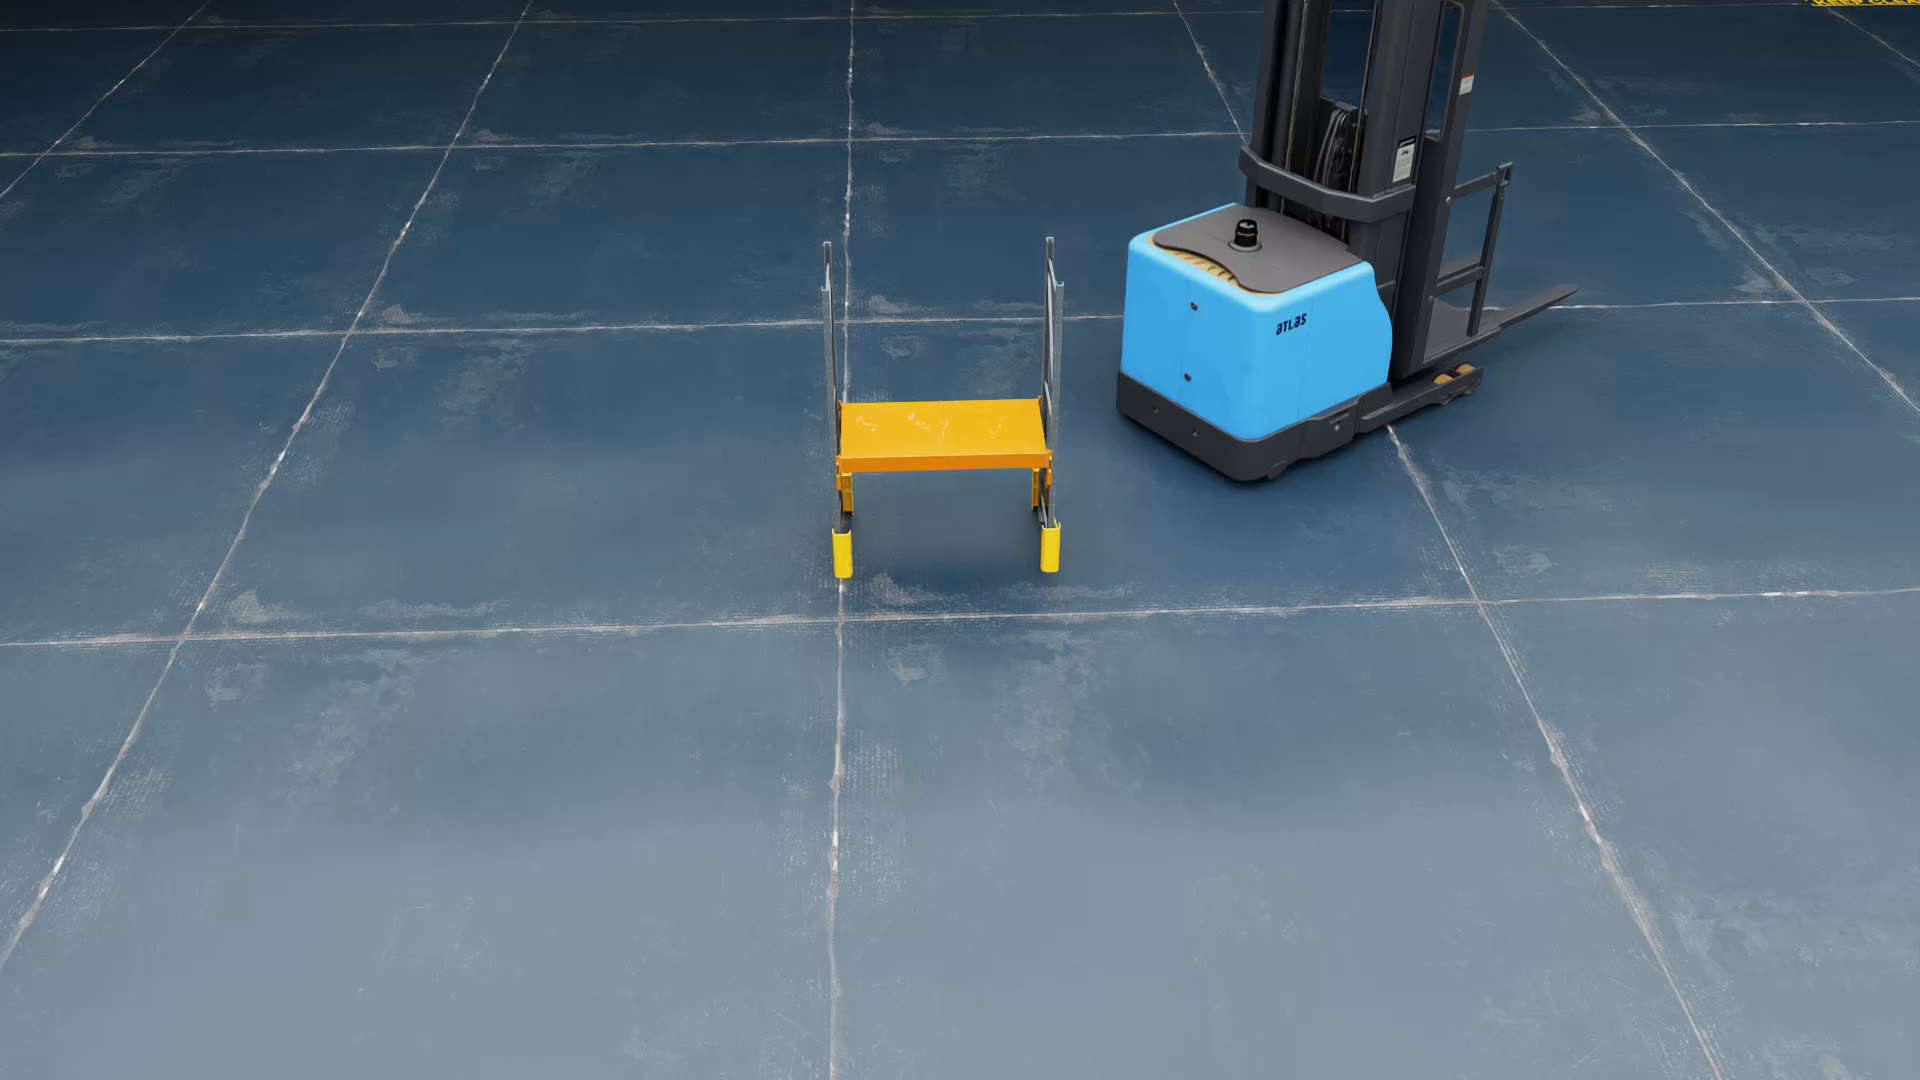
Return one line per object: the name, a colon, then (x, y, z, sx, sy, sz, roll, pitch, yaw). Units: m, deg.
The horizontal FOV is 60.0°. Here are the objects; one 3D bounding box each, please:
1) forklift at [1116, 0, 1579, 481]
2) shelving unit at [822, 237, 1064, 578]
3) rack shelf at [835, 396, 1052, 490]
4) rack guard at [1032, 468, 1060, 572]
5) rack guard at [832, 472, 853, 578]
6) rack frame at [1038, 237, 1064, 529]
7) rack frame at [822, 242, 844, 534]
forklift: (2.343, -2.183, 8.829, 3.031, 2.935, 1.130, -23, 41, -30)
shelving unit: (-0.076, -0.615, 7.820, 1.083, 1.500, 0.587, -2, 35, -2)
rack shelf: (-0.085, -0.467, 7.922, 1.000, 0.185, 0.538, -2, 35, -2)
rack guard: (0.421, -0.114, 8.195, 0.087, 0.250, 0.587, -2, 35, -2)
rack guard: (-0.574, -0.087, 8.157, 0.087, 0.250, 0.587, -2, 35, -2)
rack frame: (0.423, -0.628, 7.840, 0.032, 1.500, 0.500, -2, 35, -2)
rack frame: (-0.593, -0.601, 7.800, 0.032, 1.500, 0.500, -2, 35, -2)
